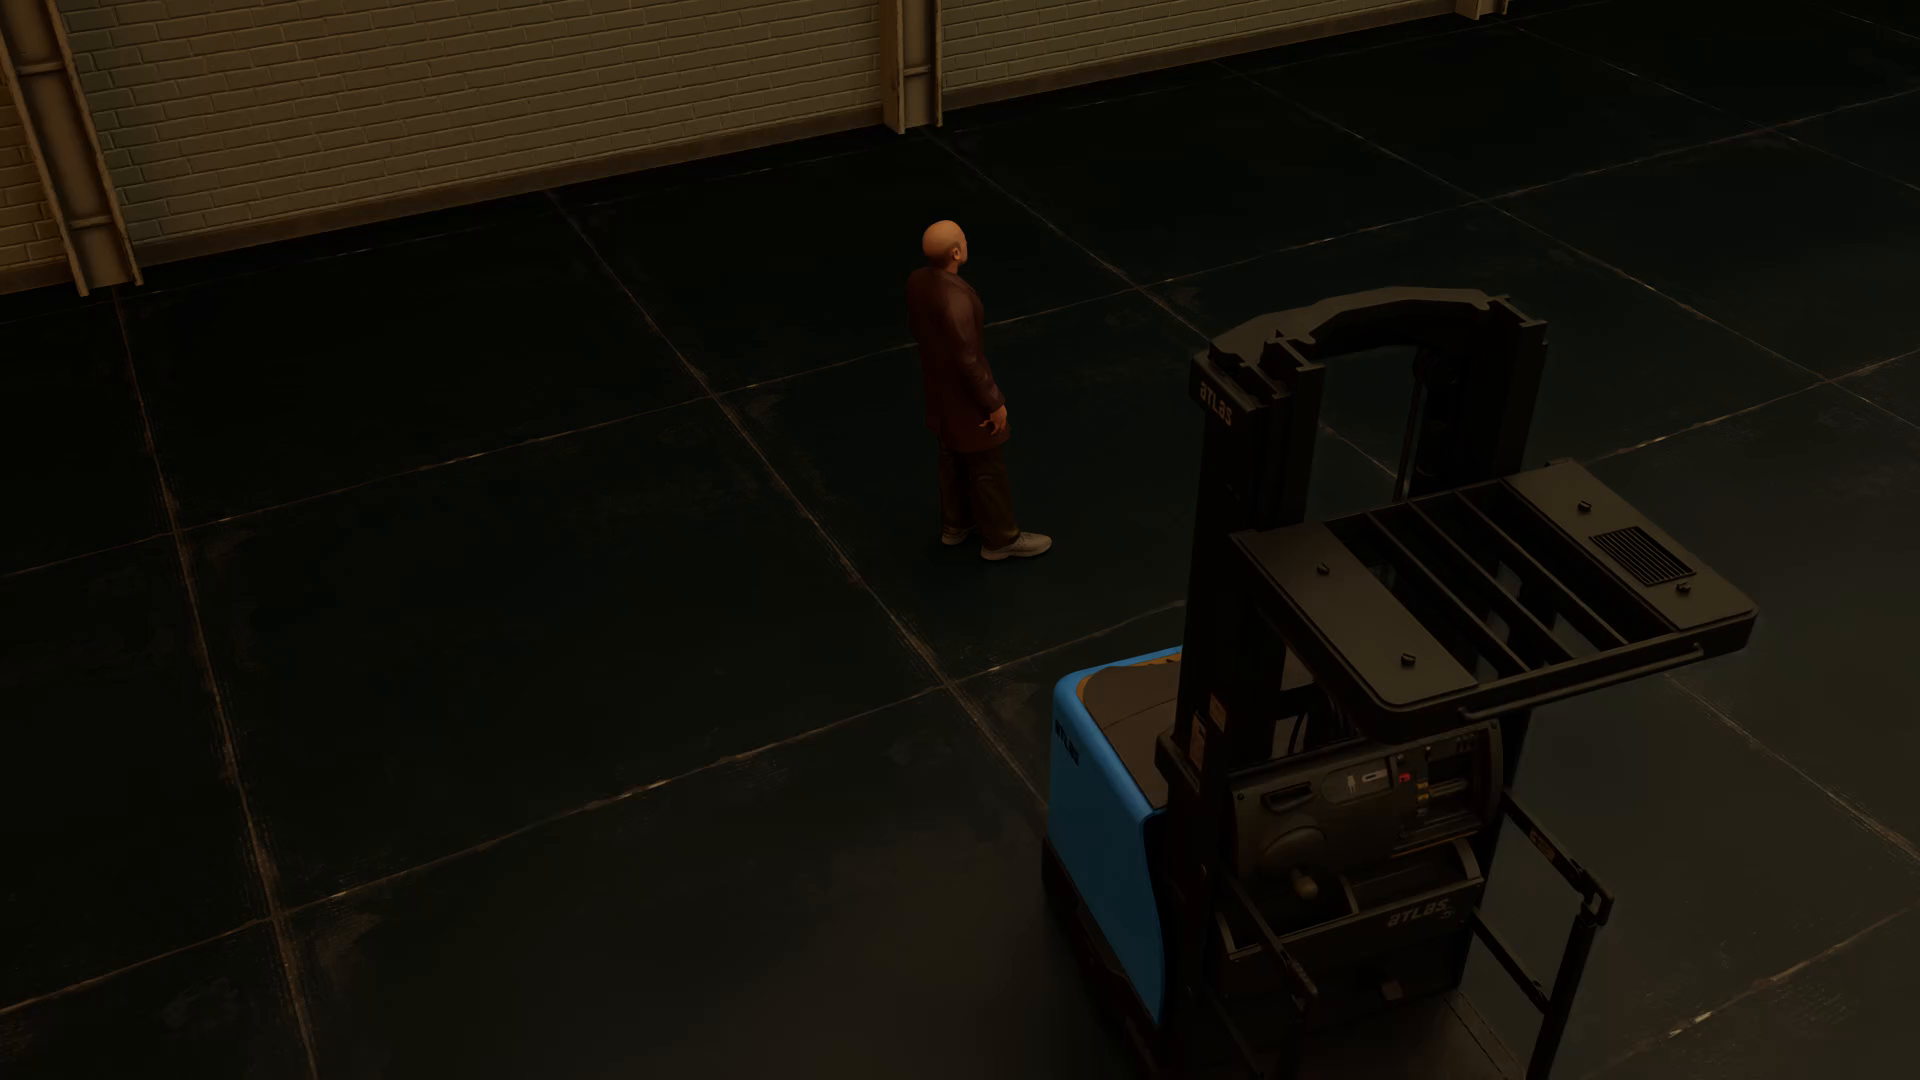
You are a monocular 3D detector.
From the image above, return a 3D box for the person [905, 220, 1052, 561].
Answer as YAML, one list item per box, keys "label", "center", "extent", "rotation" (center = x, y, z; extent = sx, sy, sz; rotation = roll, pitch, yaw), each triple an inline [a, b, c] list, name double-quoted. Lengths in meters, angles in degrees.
- label: "person"
  center: [0.085, -0.751, 8.172]
  extent: [0.582, 1.776, 0.684]
  rotation: [-17, 39, -23]

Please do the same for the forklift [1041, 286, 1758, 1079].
- label: "forklift"
  center: [1.320, 0.877, 4.883]
  extent: [1.130, 2.935, 3.031]
  rotation: [-12, 37, -17]
